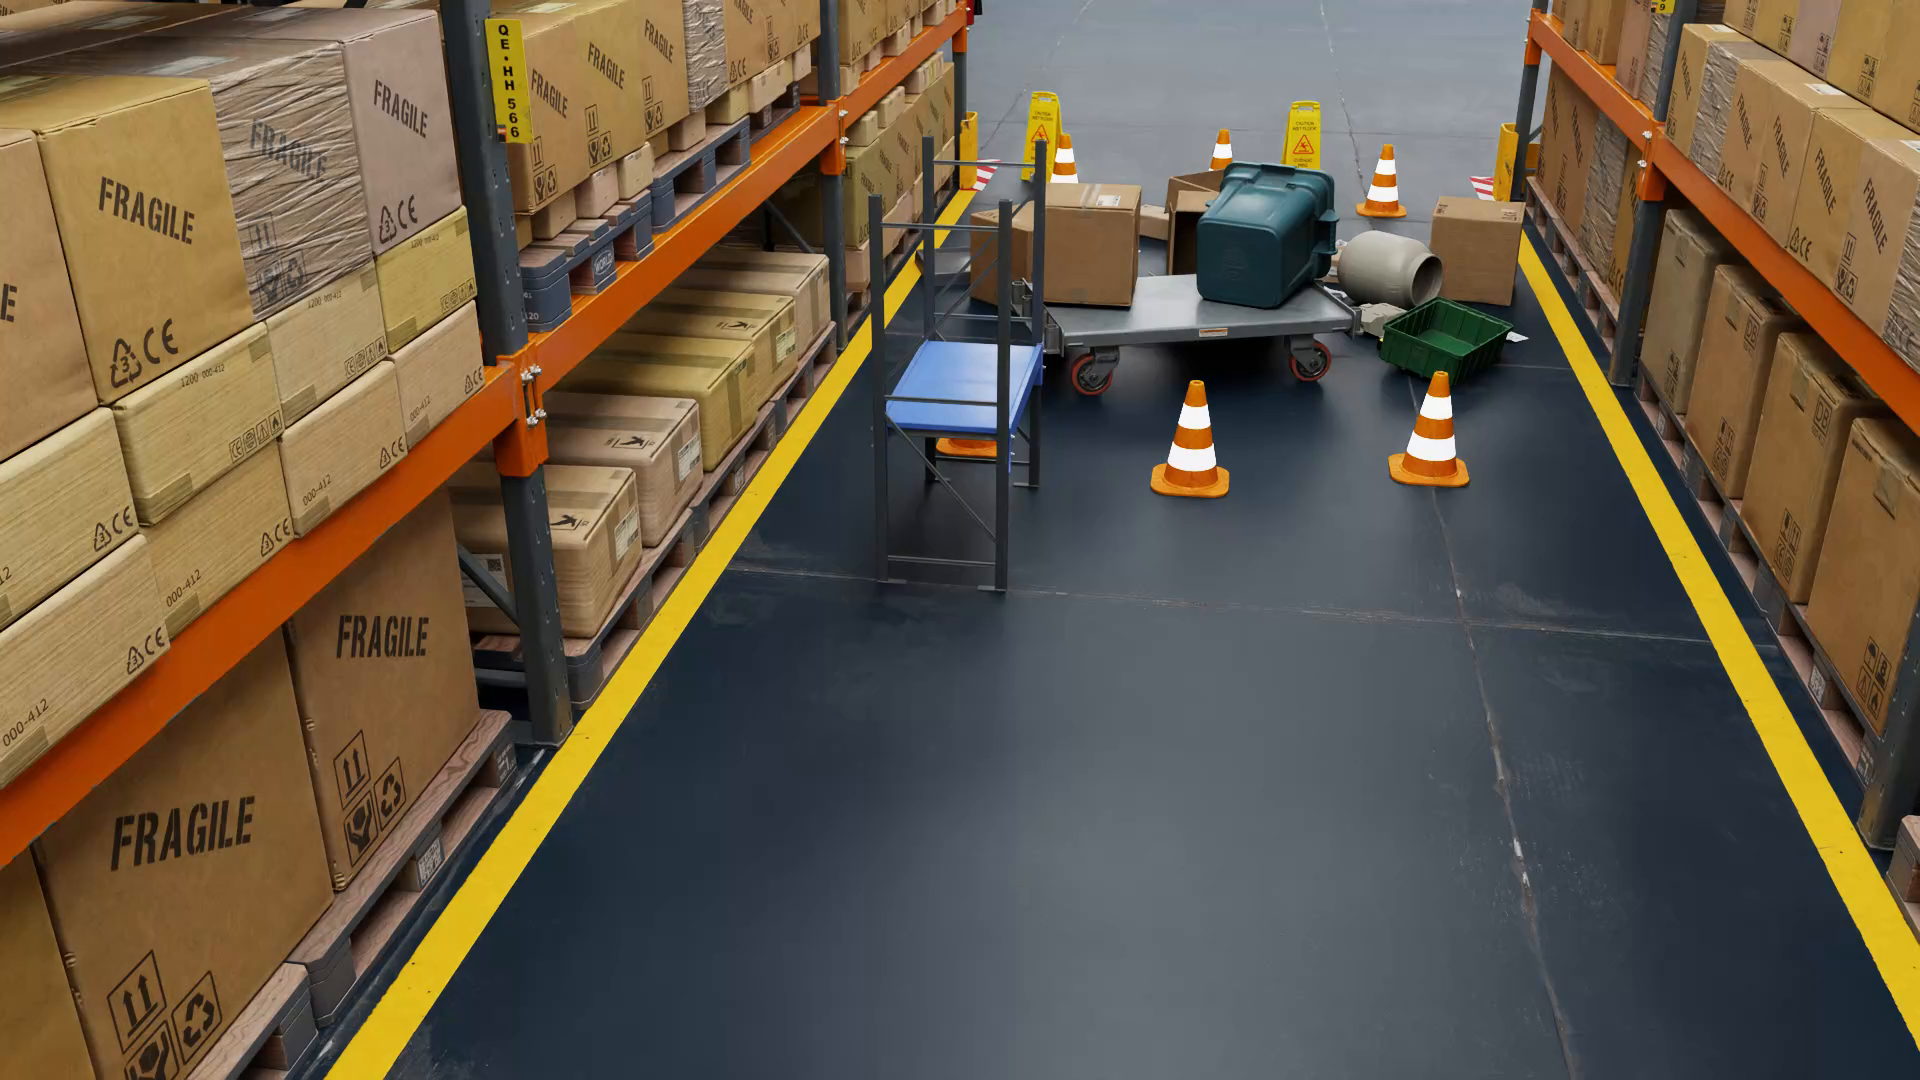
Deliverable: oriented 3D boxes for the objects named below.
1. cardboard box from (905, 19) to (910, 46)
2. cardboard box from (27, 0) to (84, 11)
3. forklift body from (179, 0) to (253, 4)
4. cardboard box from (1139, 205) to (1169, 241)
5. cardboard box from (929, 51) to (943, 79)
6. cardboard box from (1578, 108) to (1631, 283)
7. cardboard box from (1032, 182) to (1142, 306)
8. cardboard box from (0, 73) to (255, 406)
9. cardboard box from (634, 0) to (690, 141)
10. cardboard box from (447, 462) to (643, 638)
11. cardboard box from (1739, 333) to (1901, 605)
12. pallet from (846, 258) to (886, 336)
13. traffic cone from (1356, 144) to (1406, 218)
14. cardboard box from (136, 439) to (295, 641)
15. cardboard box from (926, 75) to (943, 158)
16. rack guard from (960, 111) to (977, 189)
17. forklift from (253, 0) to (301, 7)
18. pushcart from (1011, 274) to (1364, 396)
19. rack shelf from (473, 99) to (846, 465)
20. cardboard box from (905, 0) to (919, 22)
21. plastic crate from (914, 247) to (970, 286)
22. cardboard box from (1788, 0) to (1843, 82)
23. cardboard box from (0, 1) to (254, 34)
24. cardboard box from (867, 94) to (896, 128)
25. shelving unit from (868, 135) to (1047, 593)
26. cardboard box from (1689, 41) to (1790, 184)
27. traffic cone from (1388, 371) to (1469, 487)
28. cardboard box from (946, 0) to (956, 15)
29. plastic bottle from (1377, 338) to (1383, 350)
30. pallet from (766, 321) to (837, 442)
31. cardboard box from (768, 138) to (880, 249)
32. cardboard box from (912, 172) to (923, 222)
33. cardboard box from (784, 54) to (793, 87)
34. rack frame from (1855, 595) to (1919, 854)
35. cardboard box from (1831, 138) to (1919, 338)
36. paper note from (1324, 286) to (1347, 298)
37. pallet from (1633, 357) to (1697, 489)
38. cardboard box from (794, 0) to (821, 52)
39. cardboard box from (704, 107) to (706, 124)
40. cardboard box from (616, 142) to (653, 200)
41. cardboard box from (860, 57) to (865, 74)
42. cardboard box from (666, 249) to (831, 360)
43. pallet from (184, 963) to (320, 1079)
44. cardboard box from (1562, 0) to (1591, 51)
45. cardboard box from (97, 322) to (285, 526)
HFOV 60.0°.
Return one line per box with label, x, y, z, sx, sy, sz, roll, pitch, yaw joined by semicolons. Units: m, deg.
cardboard box;-0.509;-3.058;10.041;0.380;0.149;0.250;4;25;8
cardboard box;-5.607;-3.195;9.918;0.500;0.500;0.500;4;25;9
forklift body;-3.862;-3.132;10.904;2.313;2.155;1.214;4;25;9
cardboard box;1.324;-2.114;11.092;0.380;0.149;0.250;19;31;35
cardboard box;-0.322;-3.160;11.062;0.380;0.149;0.250;5;26;10
cardboard box;4.107;-1.983;9.459;0.875;0.875;0.875;4;25;9
cardboard box;0.653;-1.520;8.515;0.500;0.500;0.500;4;25;9
cardboard box;-1.752;-0.589;3.172;0.500;0.500;0.500;4;25;9
cardboard box;-1.302;-1.731;5.945;0.500;0.500;0.500;4;25;9
cardboard box;-1.660;0.017;5.780;0.950;0.372;0.625;2;25;5
cardboard box;3.466;-0.232;5.867;1.050;0.750;0.750;4;25;9
pallet;-1.034;-1.441;9.579;1.003;0.211;1.213;4;25;9
traffic cone;2.958;-2.520;11.588;0.336;0.463;0.334;4;25;9
cardboard box;-1.755;-0.026;3.444;0.500;0.250;0.500;4;25;8
cardboard box;-0.410;-2.806;11.070;0.500;0.500;0.500;5;26;10
rack guard;-0.467;-2.929;12.419;1.175;0.500;0.348;4;25;9
forklift;-2.874;-2.384;8.385;1.130;2.935;3.031;-5;26;-10
pushcart;1.149;-1.096;8.646;1.648;0.377;0.936;-5;25;-10
rack shelf;-1.435;-1.258;6.748;1.077;0.370;4.000;4;25;9
cardboard box;-0.545;-3.398;10.003;0.500;0.500;0.500;4;25;9
plastic crate;-0.043;-1.698;10.283;0.402;0.080;0.583;-5;25;-10
cardboard box;3.551;-1.983;6.151;0.700;0.500;0.500;4;25;9
cardboard box;-2.084;-1.056;4.171;0.500;0.500;0.500;3;25;7
cardboard box;-0.584;-2.490;9.629;0.380;0.149;0.250;5;26;11
shelving unit;0.014;-0.715;6.508;0.538;1.500;1.048;4;25;9
cardboard box;3.358;-1.752;6.838;0.500;0.500;0.500;4;25;9
traffic cone;2.083;-0.514;7.303;0.336;0.463;0.334;4;25;9
cardboard box;-0.237;-3.695;11.401;0.380;0.149;0.250;4;25;8
plastic bottle;2.348;-1.009;8.833;0.133;0.061;0.283;-9;27;-19
pallet;-1.234;-0.832;8.278;1.003;0.211;1.213;4;25;9
cardboard box;-0.746;-1.933;9.205;0.500;0.500;0.500;5;26;11
cardboard box;-0.494;-2.246;10.758;0.500;0.250;0.500;3;25;7
cardboard box;-0.981;-2.153;7.613;0.380;0.149;0.250;3;25;7
rack frame;3.138;-0.447;4.166;1.000;3.000;0.127;4;25;9
cardboard box;3.029;-0.908;5.033;0.500;0.500;0.500;4;25;9
paper note;2.208;-1.466;9.856;0.172;0.023;0.155;13;28;26
pallet;3.740;-0.529;7.631;1.003;0.211;1.213;4;25;9
cardboard box;-0.958;-2.581;7.763;0.500;0.500;0.500;4;25;8
cardboard box;-1.246;-1.734;6.717;0.380;0.149;0.250;3;25;7
cardboard box;-1.291;-1.288;5.764;0.380;0.149;0.250;4;25;9
cardboard box;-0.737;-2.639;9.145;0.380;0.149;0.250;4;25;8
cardboard box;-1.192;-1.201;8.382;0.950;0.372;0.625;4;25;9
pallet;-2.167;1.349;3.620;1.003;0.211;1.213;4;25;9
cardboard box;4.146;-3.245;9.968;0.875;0.550;0.550;4;25;9
cardboard box;-1.734;-0.256;3.345;0.500;0.250;0.500;3;25;7
